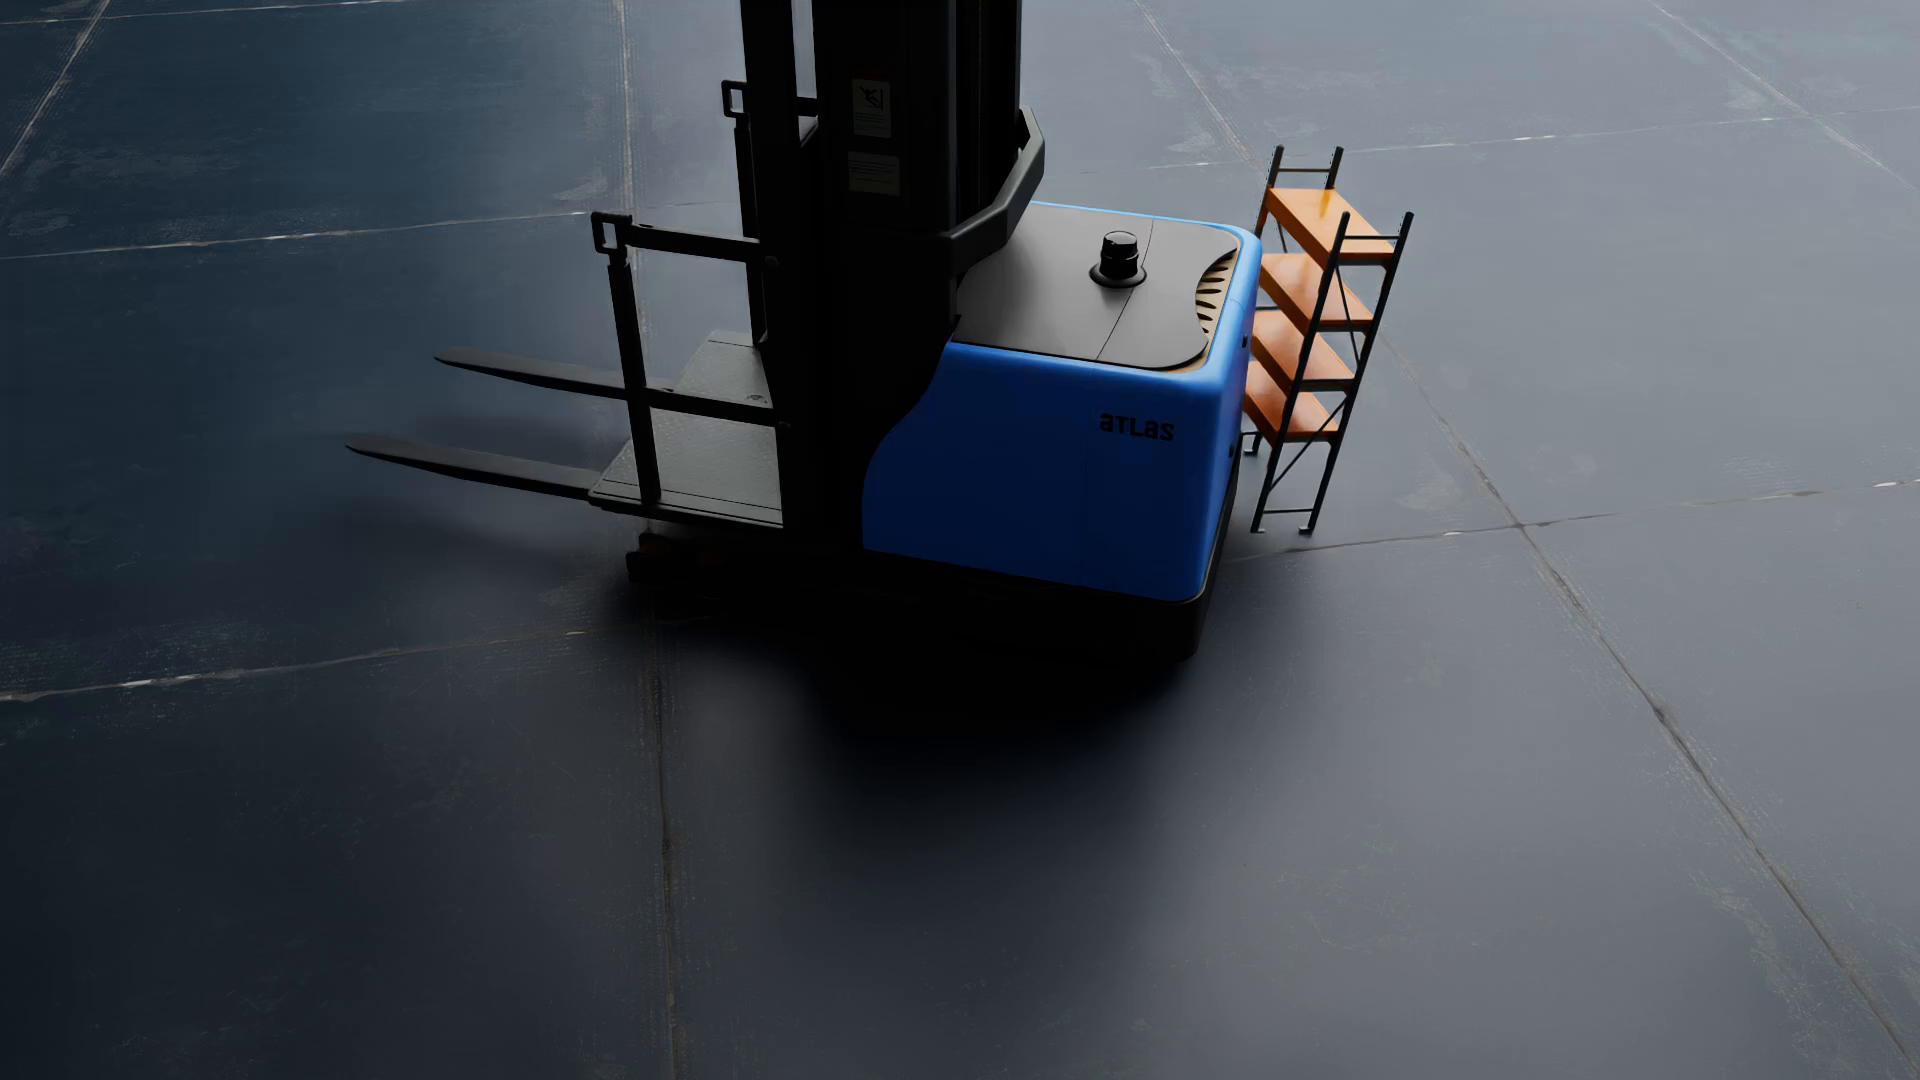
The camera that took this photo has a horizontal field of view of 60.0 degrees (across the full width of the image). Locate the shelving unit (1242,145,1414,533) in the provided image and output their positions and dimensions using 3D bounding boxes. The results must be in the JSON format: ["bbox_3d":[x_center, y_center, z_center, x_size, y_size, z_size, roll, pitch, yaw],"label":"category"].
[{"bbox_3d":[1.131,-0.660,5.599,0.258,1.200,0.503,-3,37,-17],"label":"shelving unit"}]

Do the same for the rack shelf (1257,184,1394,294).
[{"bbox_3d":[1.184,-0.976,5.371,0.258,0.148,0.480,-3,37,-17],"label":"rack shelf"}]

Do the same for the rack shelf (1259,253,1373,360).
[{"bbox_3d":[1.152,-0.786,5.508,0.258,0.148,0.480,-3,37,-17],"label":"rack shelf"}]

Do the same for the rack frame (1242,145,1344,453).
[{"bbox_3d":[1.067,-0.805,5.784,0.240,1.200,0.015,-3,37,-17],"label":"rack frame"}]

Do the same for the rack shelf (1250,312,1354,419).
[{"bbox_3d":[1.122,-0.606,5.638,0.258,0.148,0.480,-3,37,-17],"label":"rack shelf"}]

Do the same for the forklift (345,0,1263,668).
[{"bbox_3d":[-0.604,-1.260,4.983,3.031,2.935,1.130,10,39,12],"label":"forklift"}]

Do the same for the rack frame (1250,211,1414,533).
[{"bbox_3d":[1.196,-0.516,5.413,0.240,1.200,0.015,-3,37,-17],"label":"rack frame"}]

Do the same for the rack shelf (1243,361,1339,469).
[{"bbox_3d":[1.096,-0.446,5.753,0.258,0.148,0.480,-3,37,-17],"label":"rack shelf"}]
